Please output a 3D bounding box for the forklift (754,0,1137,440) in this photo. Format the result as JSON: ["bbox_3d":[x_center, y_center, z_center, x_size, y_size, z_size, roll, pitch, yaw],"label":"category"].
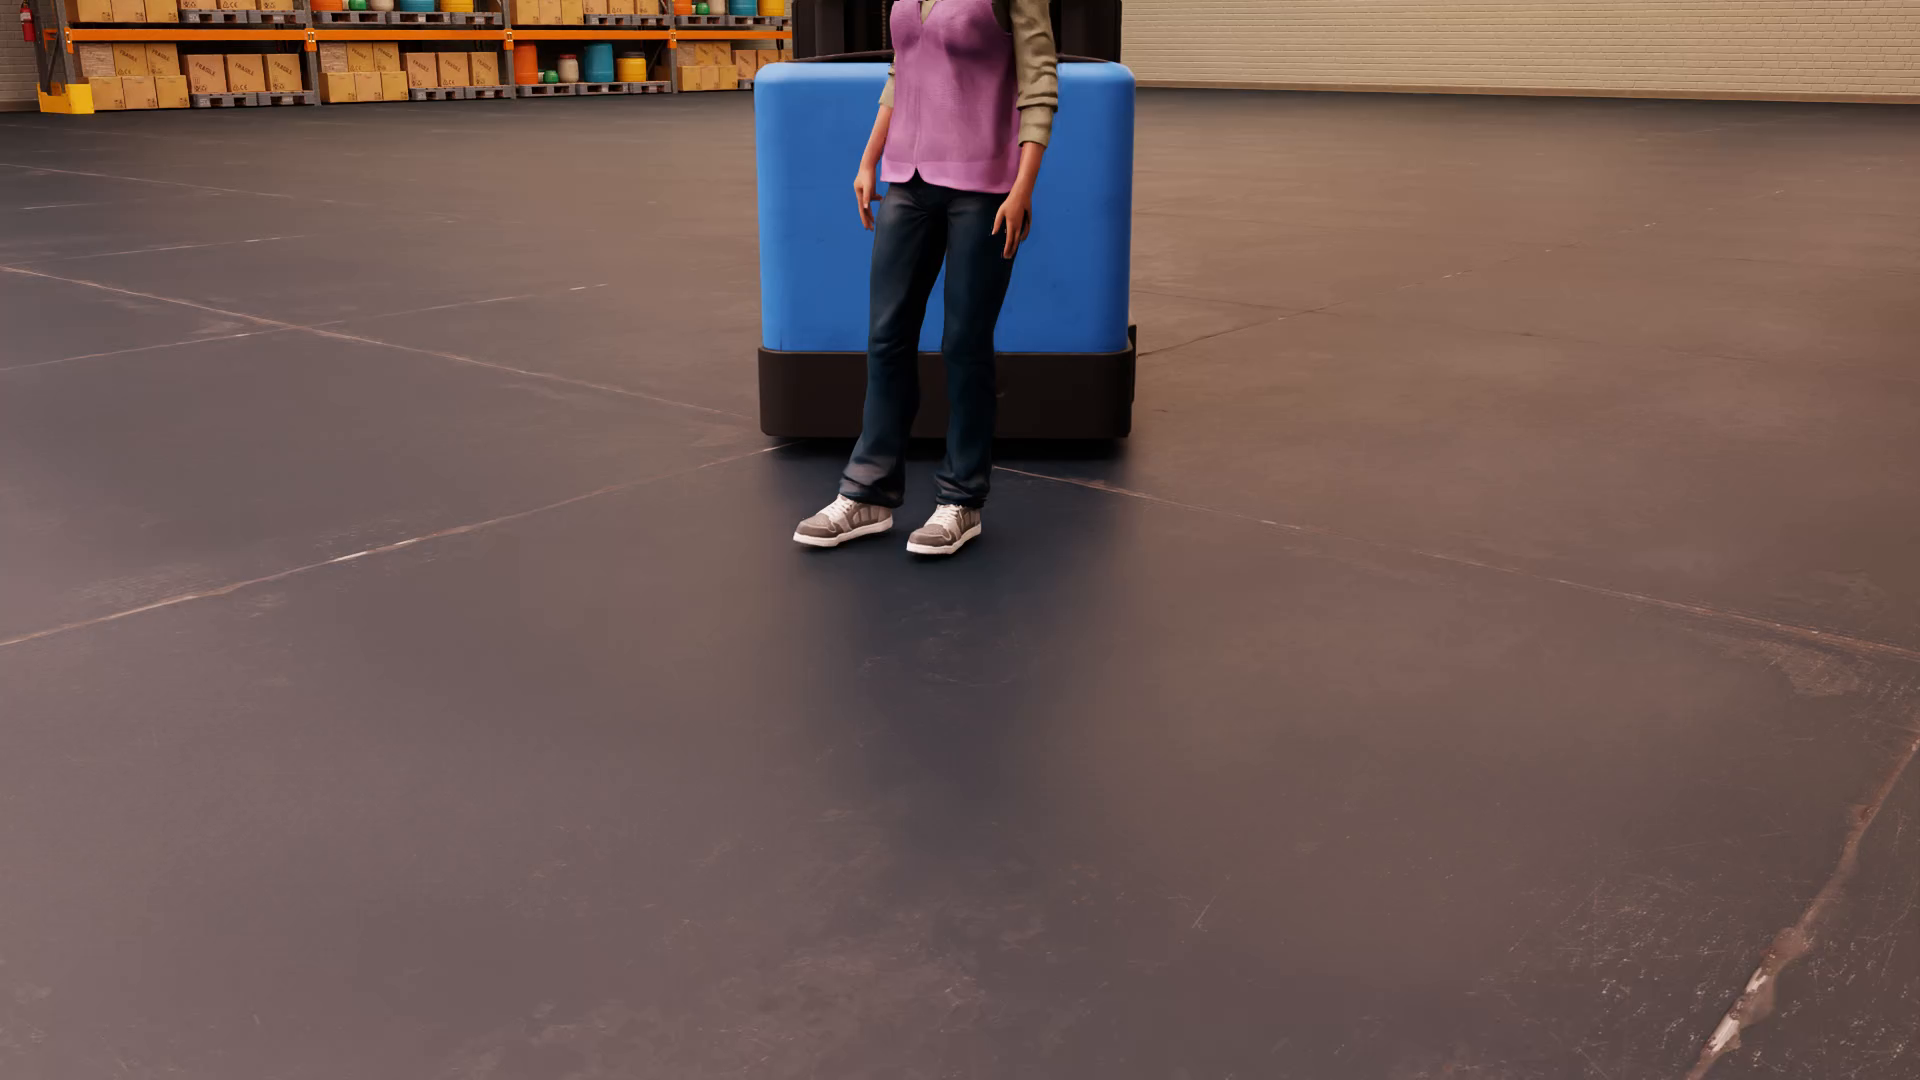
[{"bbox_3d":[-0.004,-2.055,5.666,1.130,2.935,3.031,0,17,1],"label":"forklift"}]

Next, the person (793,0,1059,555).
[{"bbox_3d":[-0.064,-0.752,3.658,0.515,1.600,0.466,14,22,38],"label":"person"}]
